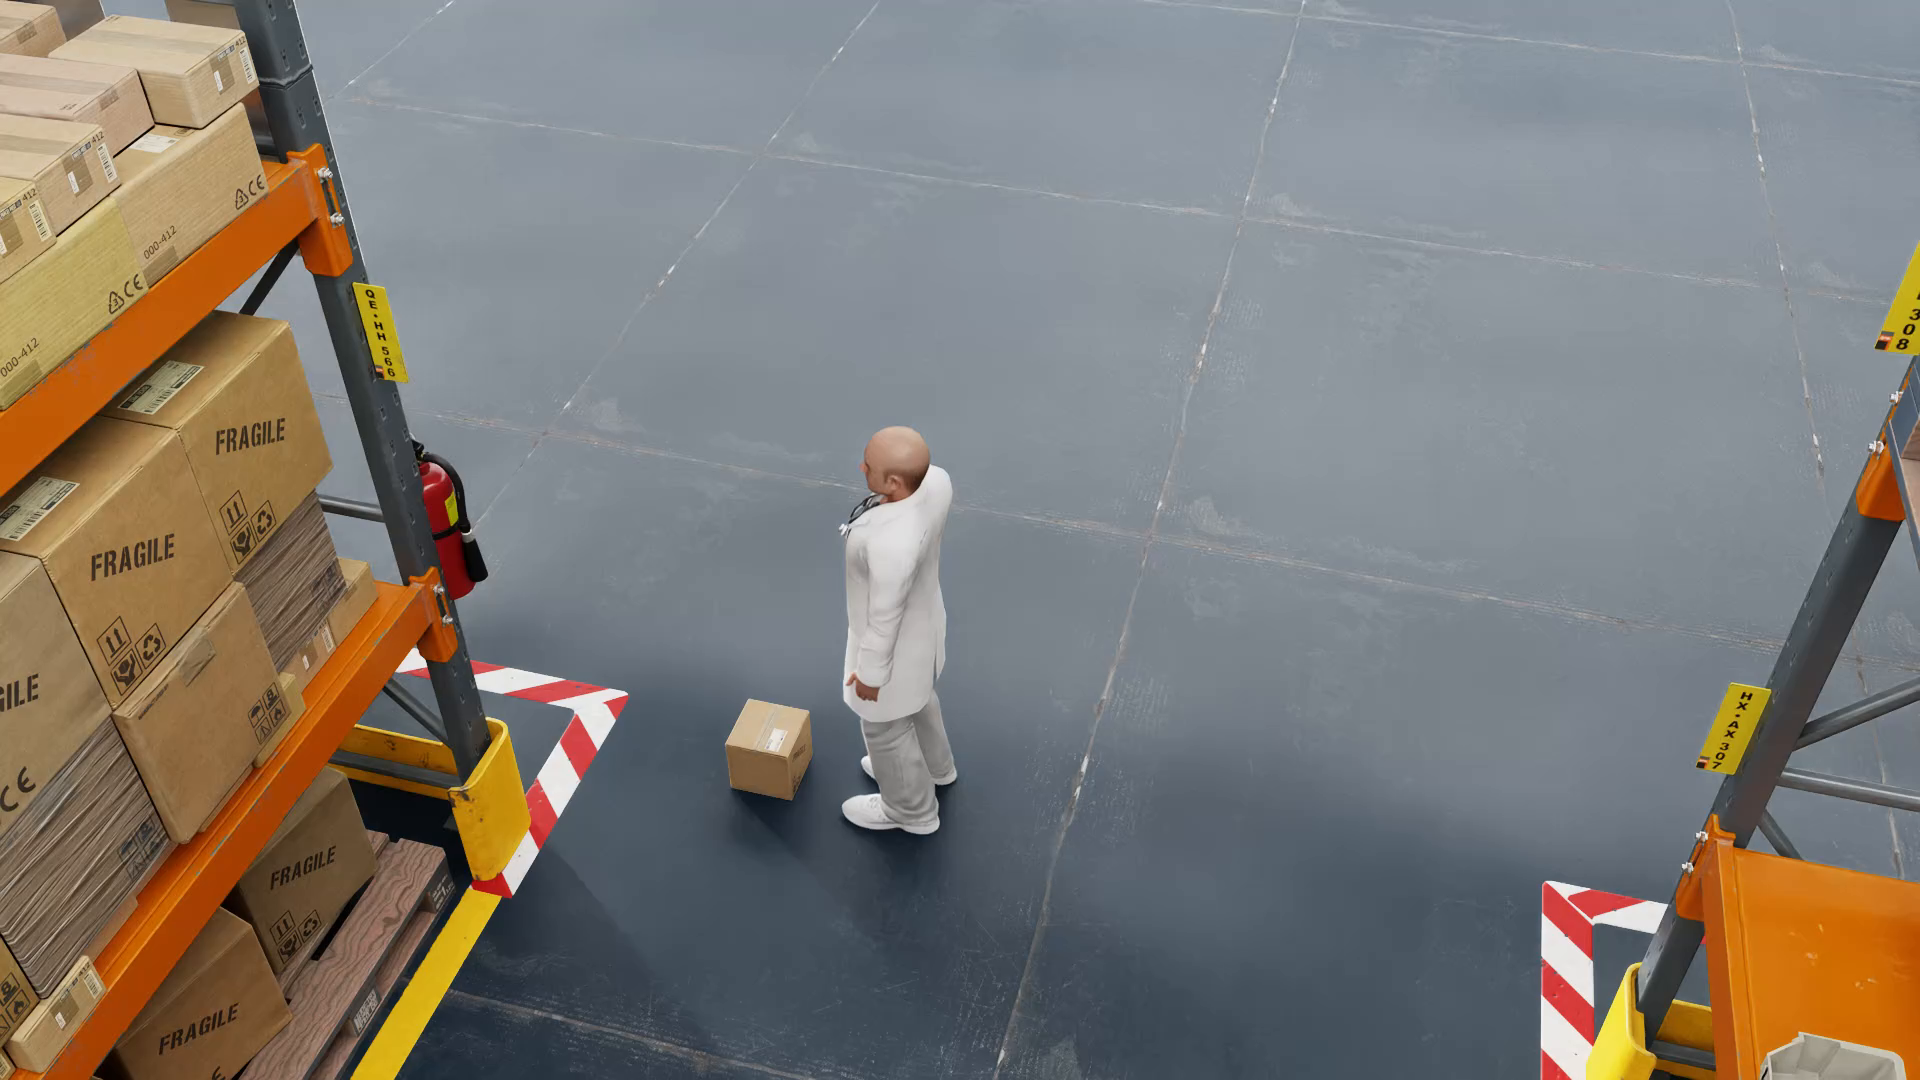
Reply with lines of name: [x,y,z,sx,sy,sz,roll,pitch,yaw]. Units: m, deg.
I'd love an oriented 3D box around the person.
person: [-0.237,0.328,5.787,0.381,1.778,0.564,11,42,13]
